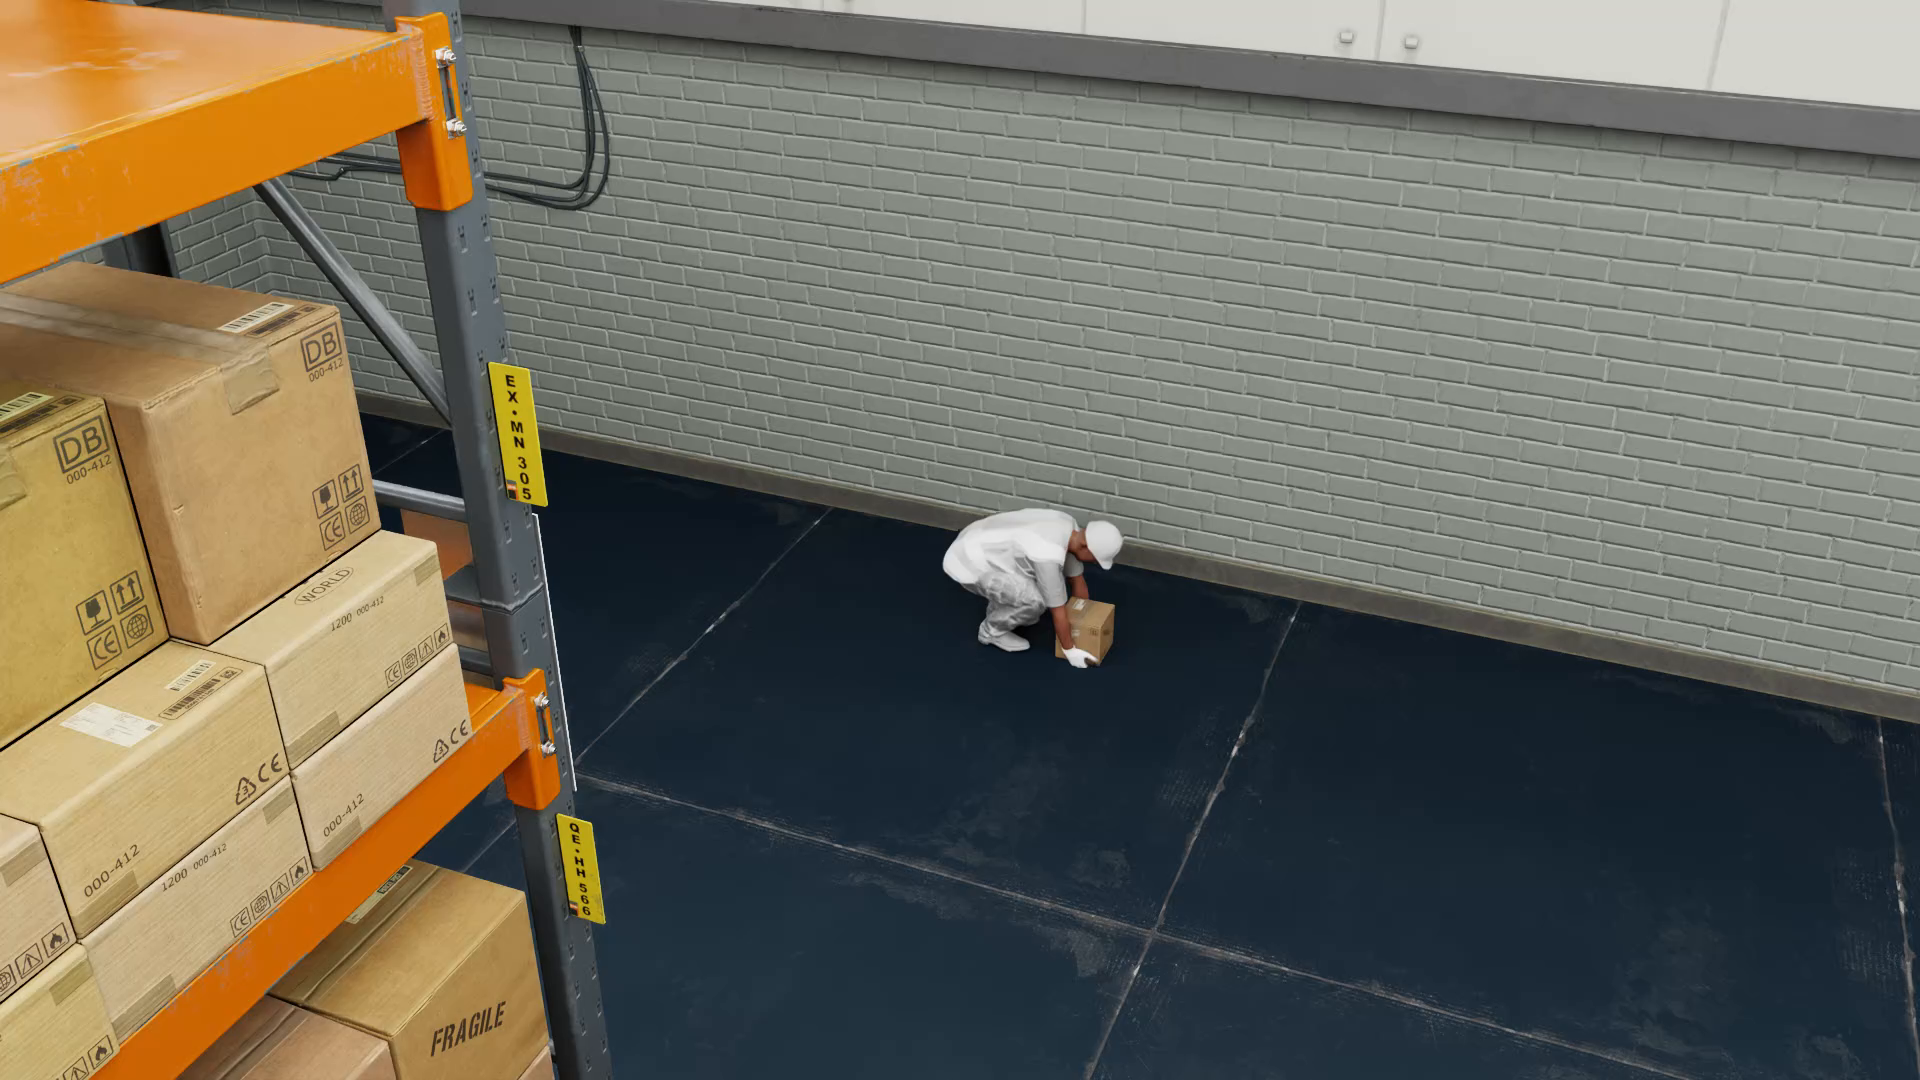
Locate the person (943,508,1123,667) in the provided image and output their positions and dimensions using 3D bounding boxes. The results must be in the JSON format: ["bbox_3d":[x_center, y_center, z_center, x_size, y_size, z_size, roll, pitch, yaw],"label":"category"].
[{"bbox_3d":[0.401,0.222,9.076,0.957,0.850,0.555,11,31,18],"label":"person"}]
